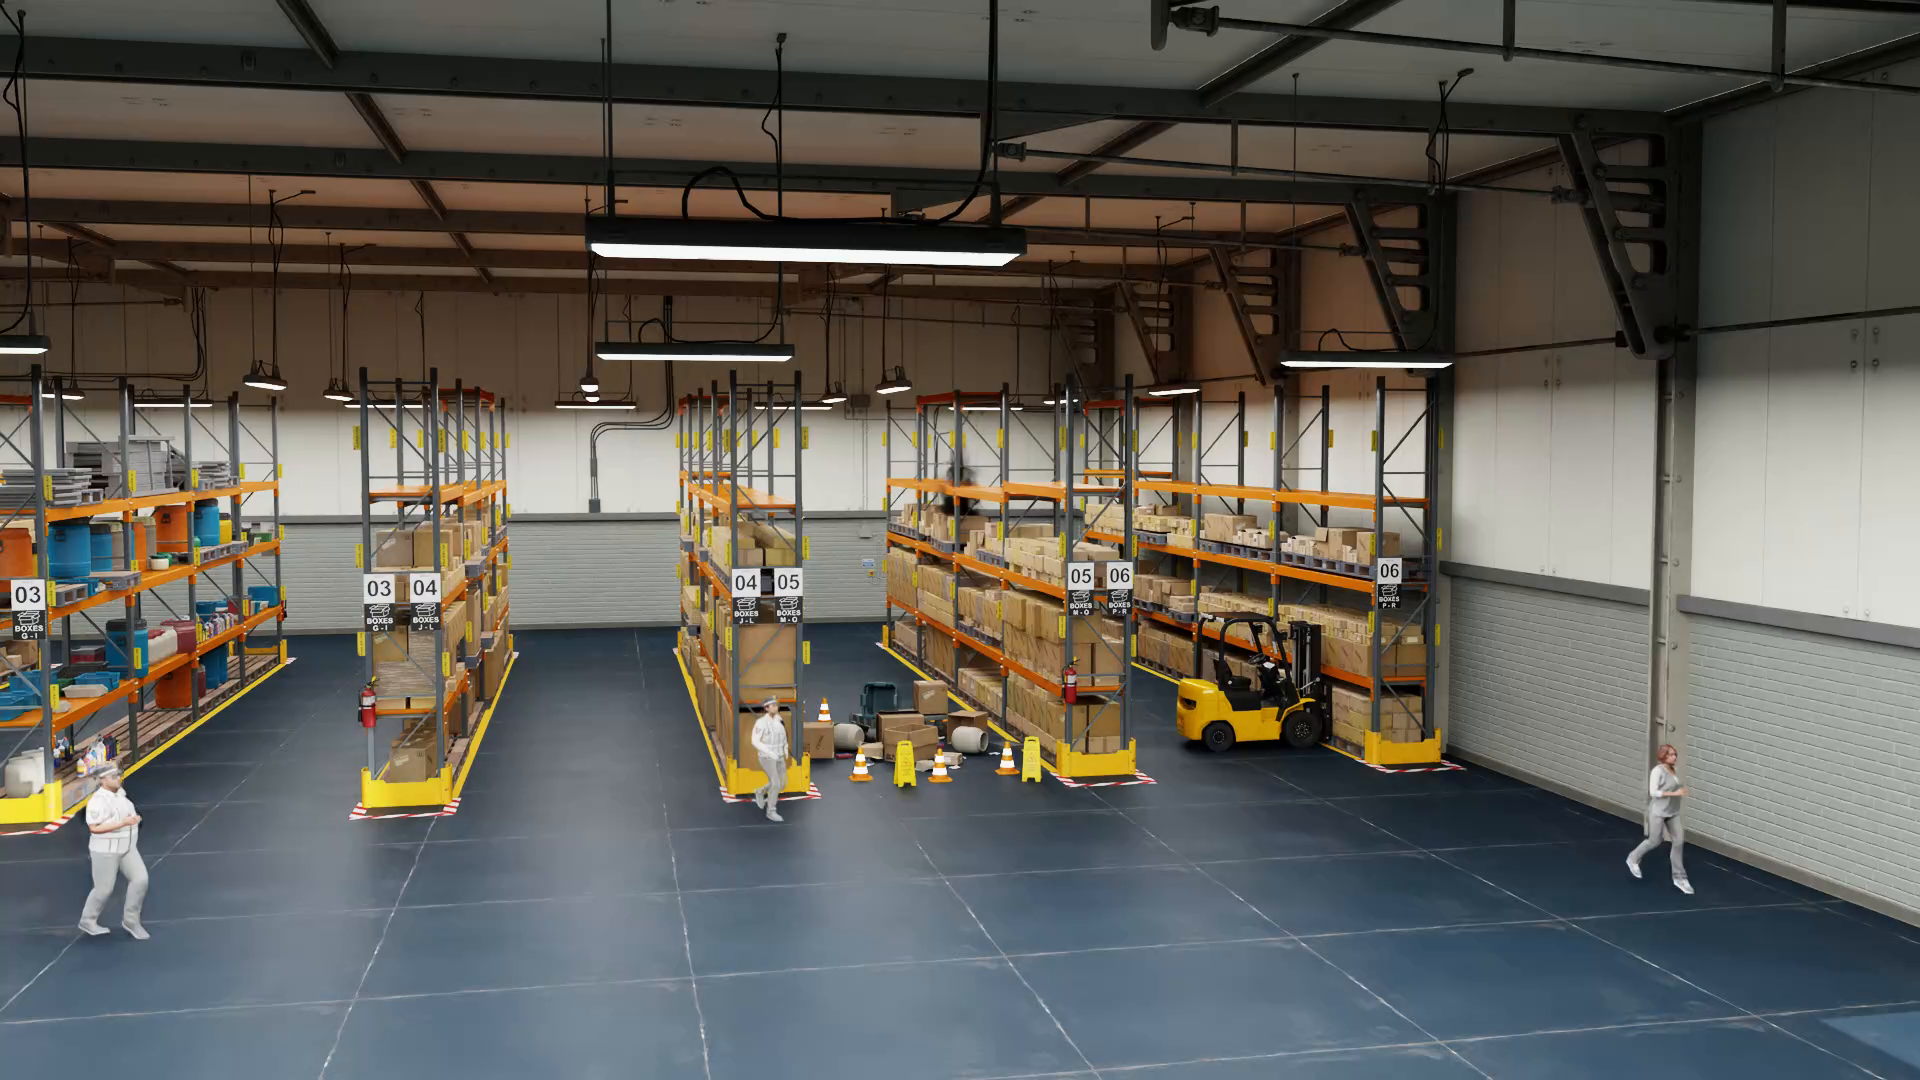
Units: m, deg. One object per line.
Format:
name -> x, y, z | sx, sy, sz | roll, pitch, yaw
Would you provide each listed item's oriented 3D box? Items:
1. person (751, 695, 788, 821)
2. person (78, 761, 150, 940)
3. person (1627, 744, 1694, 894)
person -> -2.519, 2.876, 22.066 | 0.571, 1.675, 0.672 | 2, 4, 33
person -> -8.467, 3.131, 16.659 | 0.737, 1.840, 0.640 | 1, 3, 13
person -> 7.844, 3.073, 18.590 | 0.558, 1.610, 0.837 | -2, 4, -27
